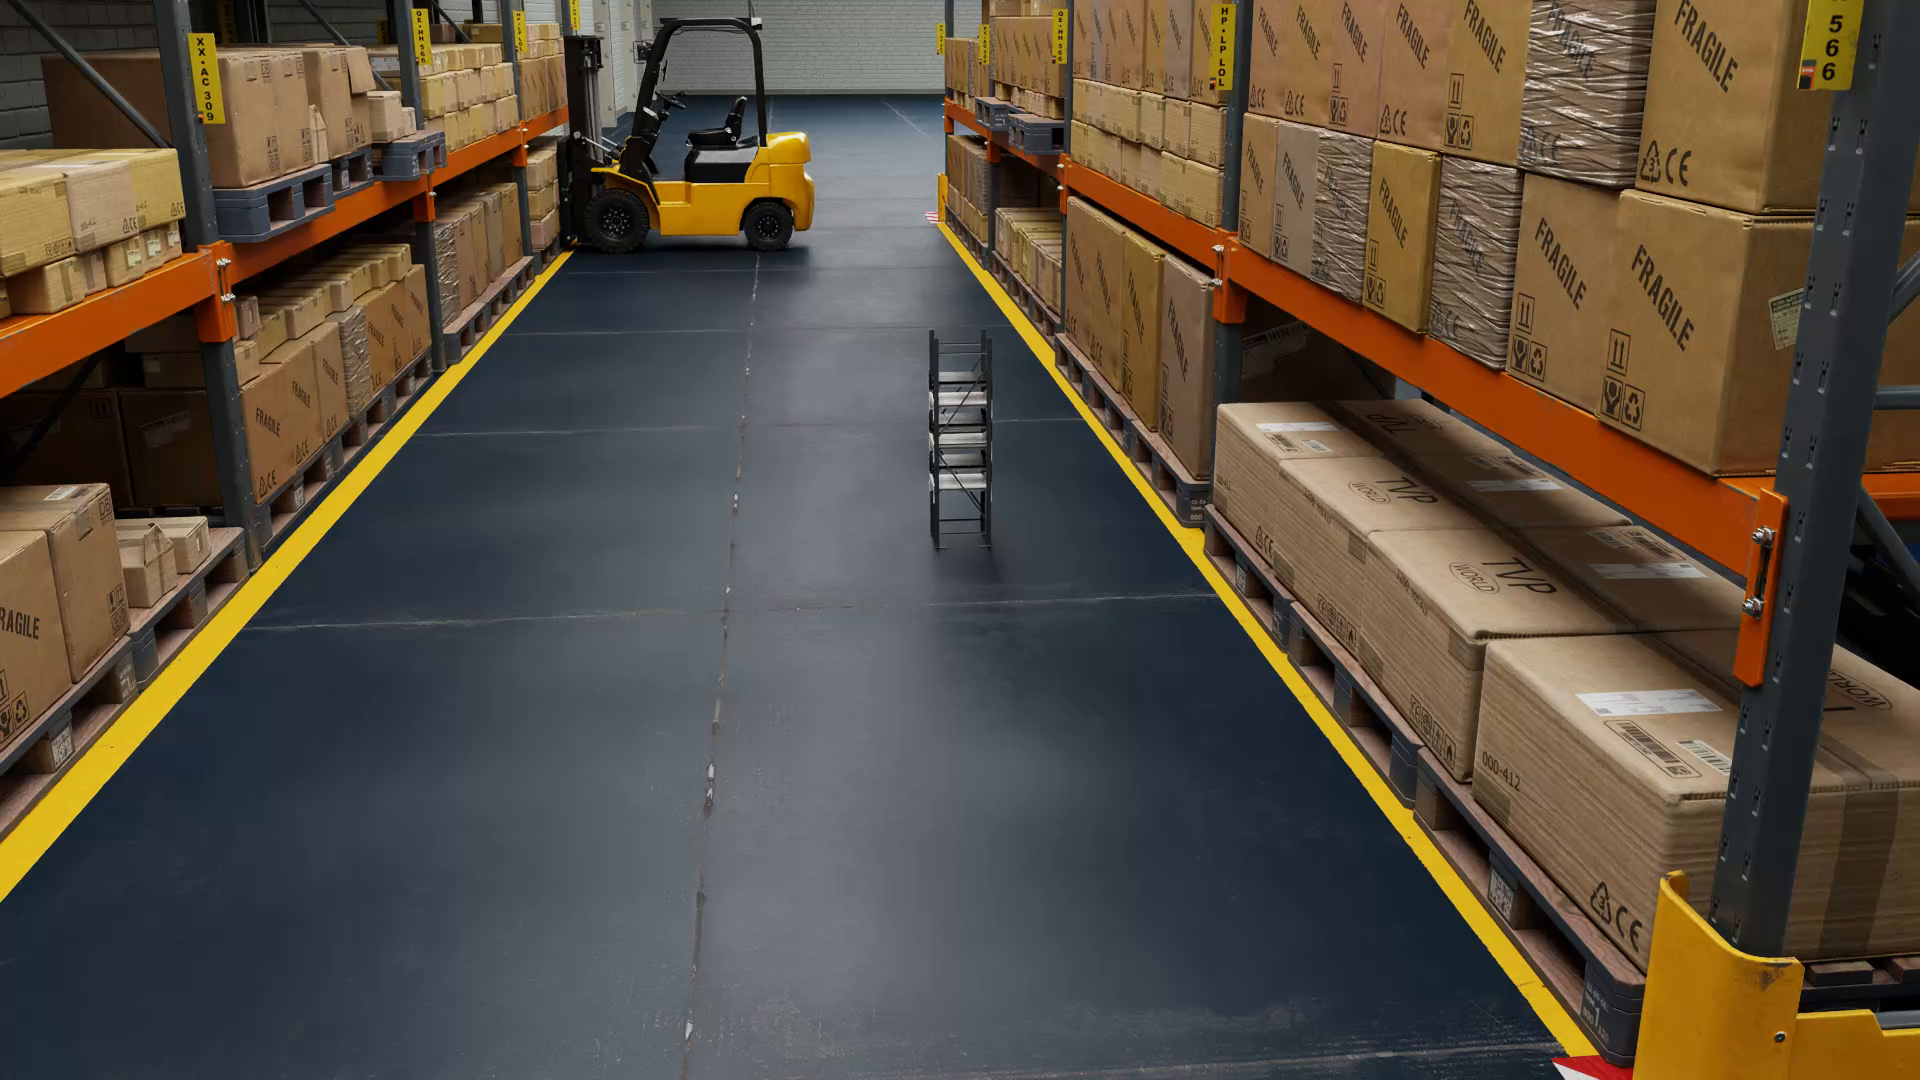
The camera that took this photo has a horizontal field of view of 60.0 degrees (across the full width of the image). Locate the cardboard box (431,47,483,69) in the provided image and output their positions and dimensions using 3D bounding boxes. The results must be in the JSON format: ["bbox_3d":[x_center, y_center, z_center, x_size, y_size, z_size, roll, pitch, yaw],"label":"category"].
[{"bbox_3d":[-3.664,-3.482,12.010,0.380,0.149,0.250,-2,18,-7],"label":"cardboard box"}]

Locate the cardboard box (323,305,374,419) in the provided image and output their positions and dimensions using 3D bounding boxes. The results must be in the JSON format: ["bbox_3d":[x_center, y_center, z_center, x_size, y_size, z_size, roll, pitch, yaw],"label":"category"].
[{"bbox_3d":[-3.345,-0.913,8.550,0.500,0.500,0.500,-2,18,-8],"label":"cardboard box"}]

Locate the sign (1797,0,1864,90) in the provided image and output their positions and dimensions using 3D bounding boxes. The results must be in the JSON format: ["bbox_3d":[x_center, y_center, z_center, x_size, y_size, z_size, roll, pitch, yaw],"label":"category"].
[{"bbox_3d":[1.448,-0.908,2.733,0.100,0.325,0.005,-2,18,-6],"label":"sign"}]

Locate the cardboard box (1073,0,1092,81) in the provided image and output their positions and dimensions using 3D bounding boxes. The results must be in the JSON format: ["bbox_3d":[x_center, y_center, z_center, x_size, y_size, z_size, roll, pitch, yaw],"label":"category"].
[{"bbox_3d":[0.972,-3.009,9.917,0.500,0.500,0.500,-2,18,-7],"label":"cardboard box"}]

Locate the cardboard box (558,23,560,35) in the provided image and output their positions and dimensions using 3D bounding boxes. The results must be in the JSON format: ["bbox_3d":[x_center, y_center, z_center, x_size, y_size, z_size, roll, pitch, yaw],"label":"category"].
[{"bbox_3d":[-4.295,-5.194,16.967,0.380,0.149,0.250,-2,18,-6],"label":"cardboard box"}]

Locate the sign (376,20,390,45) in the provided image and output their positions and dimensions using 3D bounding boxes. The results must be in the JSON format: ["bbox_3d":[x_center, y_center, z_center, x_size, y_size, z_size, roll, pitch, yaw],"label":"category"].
[{"bbox_3d":[-4.737,-4.109,13.681,0.100,0.325,0.005,-2,18,-6],"label":"sign"}]

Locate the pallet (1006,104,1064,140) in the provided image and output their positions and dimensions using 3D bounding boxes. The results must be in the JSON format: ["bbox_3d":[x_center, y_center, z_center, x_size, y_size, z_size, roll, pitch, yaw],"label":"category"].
[{"bbox_3d":[0.919,-3.136,12.478,1.003,0.211,1.213,-2,18,-6],"label":"pallet"}]

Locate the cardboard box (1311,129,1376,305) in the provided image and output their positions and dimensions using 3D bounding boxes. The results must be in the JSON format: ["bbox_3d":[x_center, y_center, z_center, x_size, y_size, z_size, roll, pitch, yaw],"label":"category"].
[{"bbox_3d":[1.457,-1.048,5.342,0.500,0.500,0.500,-2,18,-5],"label":"cardboard box"}]

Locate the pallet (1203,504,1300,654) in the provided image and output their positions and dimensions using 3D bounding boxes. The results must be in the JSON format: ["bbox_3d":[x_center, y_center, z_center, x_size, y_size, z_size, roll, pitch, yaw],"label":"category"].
[{"bbox_3d":[1.577,0.112,6.467,1.003,0.211,1.213,-2,18,-6],"label":"pallet"}]

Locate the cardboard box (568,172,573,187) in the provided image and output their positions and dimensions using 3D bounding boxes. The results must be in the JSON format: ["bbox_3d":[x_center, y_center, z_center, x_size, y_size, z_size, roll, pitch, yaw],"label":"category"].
[{"bbox_3d":[-4.122,-3.556,16.552,0.500,0.250,0.500,-2,18,-7],"label":"cardboard box"}]

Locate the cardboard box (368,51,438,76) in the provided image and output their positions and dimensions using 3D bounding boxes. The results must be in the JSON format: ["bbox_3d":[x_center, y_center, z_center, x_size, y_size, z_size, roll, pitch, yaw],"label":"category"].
[{"bbox_3d":[-3.541,-3.025,10.555,0.380,0.149,0.250,-1,17,-4],"label":"cardboard box"}]

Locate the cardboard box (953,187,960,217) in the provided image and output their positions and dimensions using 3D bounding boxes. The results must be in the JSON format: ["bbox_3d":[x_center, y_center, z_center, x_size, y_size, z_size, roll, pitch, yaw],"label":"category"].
[{"bbox_3d":[0.192,-3.510,17.237,0.500,0.250,0.500,-1,17,-4],"label":"cardboard box"}]

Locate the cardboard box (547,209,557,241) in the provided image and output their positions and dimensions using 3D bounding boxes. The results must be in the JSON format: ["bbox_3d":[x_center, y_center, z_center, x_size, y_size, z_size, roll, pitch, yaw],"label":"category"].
[{"bbox_3d":[-3.974,-2.870,15.199,0.500,0.250,0.500,-2,18,-7],"label":"cardboard box"}]

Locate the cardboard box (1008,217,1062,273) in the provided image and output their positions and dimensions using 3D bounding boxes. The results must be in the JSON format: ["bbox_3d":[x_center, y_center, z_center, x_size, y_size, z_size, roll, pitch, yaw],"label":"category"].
[{"bbox_3d":[0.886,-2.407,13.522,0.950,0.372,0.625,-1,17,-2],"label":"cardboard box"}]

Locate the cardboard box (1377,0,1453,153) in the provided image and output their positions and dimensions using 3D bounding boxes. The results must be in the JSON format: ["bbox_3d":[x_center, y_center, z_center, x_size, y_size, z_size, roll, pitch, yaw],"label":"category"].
[{"bbox_3d":[1.522,-1.368,4.692,0.500,0.500,0.500,-2,18,-6],"label":"cardboard box"}]

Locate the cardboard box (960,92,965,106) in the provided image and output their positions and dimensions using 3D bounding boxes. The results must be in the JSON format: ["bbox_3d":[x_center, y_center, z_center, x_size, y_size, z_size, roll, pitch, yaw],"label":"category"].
[{"bbox_3d":[0.195,-4.485,16.876,0.380,0.149,0.250,-1,17,-4],"label":"cardboard box"}]

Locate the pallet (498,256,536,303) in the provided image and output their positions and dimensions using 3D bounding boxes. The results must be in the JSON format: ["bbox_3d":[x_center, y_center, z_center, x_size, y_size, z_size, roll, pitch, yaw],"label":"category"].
[{"bbox_3d":[-4.071,-2.127,13.601,1.003,0.211,1.213,-2,18,-6],"label":"pallet"}]

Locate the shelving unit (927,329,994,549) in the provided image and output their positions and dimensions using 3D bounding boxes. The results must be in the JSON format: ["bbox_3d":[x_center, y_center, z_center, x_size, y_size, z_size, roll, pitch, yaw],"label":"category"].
[{"bbox_3d":[0.001,-0.427,7.035,0.258,0.900,0.210,-2,18,-6],"label":"shelving unit"}]

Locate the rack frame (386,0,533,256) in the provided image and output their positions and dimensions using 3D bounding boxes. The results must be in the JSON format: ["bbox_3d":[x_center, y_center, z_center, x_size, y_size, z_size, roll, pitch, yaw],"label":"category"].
[{"bbox_3d":[-4.185,-3.676,13.878,1.000,3.000,0.127,-2,18,-6],"label":"rack frame"}]

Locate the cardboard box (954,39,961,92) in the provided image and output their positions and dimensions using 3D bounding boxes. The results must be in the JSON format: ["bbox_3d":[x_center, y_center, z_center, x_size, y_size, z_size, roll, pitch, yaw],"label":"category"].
[{"bbox_3d":[0.222,-4.756,16.655,0.500,0.500,0.500,-2,18,-7],"label":"cardboard box"}]

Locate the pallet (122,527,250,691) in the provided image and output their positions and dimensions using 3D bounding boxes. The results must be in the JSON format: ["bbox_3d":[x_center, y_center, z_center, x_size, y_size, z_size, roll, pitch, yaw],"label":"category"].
[{"bbox_3d":[-3.290,0.243,6.052,1.003,0.211,1.213,-2,18,-6],"label":"pallet"}]

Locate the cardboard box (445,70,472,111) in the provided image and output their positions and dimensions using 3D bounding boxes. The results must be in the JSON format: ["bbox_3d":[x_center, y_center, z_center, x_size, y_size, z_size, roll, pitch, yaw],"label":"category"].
[{"bbox_3d":[-3.662,-3.097,11.449,0.500,0.250,0.500,-2,18,-7],"label":"cardboard box"}]

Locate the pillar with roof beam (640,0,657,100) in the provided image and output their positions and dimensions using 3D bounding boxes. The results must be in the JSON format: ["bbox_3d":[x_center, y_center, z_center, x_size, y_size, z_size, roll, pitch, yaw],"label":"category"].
[{"bbox_3d":[-4.235,-16.566,44.920,9.100,9.000,0.400,-2,18,-6],"label":"pillar with roof beam"}]

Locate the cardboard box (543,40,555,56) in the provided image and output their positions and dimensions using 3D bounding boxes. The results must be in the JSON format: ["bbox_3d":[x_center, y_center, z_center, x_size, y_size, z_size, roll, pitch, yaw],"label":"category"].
[{"bbox_3d":[-4.127,-4.749,16.046,0.380,0.149,0.250,-2,18,-5],"label":"cardboard box"}]

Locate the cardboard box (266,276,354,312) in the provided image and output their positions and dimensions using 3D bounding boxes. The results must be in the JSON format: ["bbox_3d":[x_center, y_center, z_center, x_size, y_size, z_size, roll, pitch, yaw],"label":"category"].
[{"bbox_3d":[-3.361,-1.266,8.592,0.380,0.149,0.250,-3,18,-8],"label":"cardboard box"}]

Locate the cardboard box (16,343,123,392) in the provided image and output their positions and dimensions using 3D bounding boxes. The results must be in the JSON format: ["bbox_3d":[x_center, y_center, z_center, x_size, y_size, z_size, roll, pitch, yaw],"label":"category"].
[{"bbox_3d":[-3.685,-0.711,6.822,0.380,0.149,0.250,-2,18,-8],"label":"cardboard box"}]

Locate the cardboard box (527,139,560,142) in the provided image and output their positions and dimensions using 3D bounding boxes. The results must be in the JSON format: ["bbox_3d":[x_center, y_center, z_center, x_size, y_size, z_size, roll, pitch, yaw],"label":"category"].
[{"bbox_3d":[-4.182,-3.954,16.983,0.500,0.250,0.500,-1,17,-5],"label":"cardboard box"}]

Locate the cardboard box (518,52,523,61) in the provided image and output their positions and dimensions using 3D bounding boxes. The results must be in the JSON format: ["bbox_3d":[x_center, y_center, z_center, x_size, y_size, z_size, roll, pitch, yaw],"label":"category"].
[{"bbox_3d":[-3.985,-4.213,14.340,0.380,0.149,0.250,-1,17,-4],"label":"cardboard box"}]

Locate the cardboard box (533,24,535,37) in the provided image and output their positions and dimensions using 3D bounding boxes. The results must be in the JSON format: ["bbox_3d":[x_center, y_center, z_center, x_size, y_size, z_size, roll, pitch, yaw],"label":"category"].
[{"bbox_3d":[-4.053,-4.586,15.032,0.380,0.149,0.250,-2,18,-7],"label":"cardboard box"}]

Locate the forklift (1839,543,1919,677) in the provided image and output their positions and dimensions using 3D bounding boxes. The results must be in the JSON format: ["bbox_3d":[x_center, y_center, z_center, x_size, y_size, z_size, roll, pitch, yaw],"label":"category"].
[{"bbox_3d":[3.801,-1.159,5.975,1.130,2.935,3.031,1,17,4],"label":"forklift"}]

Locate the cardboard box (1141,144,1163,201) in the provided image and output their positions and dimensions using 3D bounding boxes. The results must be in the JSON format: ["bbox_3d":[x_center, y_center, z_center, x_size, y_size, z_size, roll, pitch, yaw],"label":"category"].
[{"bbox_3d":[1.195,-1.804,8.166,0.500,0.250,0.500,-2,18,-7],"label":"cardboard box"}]

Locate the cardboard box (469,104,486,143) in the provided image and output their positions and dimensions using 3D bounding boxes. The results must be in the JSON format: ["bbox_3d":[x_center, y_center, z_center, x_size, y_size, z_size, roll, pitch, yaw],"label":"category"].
[{"bbox_3d":[-3.734,-3.010,12.008,0.500,0.250,0.500,-1,17,-4],"label":"cardboard box"}]

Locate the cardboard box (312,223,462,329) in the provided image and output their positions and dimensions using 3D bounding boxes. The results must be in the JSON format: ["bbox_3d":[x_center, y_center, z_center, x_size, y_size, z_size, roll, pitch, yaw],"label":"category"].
[{"bbox_3d":[-3.823,-1.738,10.968,0.875,0.625,0.625,-1,17,-4],"label":"cardboard box"}]

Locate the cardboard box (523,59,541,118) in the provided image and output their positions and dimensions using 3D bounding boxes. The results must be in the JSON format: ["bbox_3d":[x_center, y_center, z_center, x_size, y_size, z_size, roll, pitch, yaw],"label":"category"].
[{"bbox_3d":[-4.042,-4.019,14.803,0.500,0.500,0.500,-1,17,-5],"label":"cardboard box"}]

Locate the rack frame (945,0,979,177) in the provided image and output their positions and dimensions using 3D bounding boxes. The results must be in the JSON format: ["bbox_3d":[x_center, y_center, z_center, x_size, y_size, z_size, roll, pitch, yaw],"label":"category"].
[{"bbox_3d":[0.339,-5.022,18.166,1.000,3.000,0.127,-2,18,-6],"label":"rack frame"}]

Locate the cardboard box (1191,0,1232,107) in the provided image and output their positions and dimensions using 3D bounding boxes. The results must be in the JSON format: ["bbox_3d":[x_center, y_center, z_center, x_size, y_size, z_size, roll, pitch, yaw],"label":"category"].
[{"bbox_3d":[1.281,-2.097,7.013,0.500,0.500,0.500,-1,17,-4],"label":"cardboard box"}]

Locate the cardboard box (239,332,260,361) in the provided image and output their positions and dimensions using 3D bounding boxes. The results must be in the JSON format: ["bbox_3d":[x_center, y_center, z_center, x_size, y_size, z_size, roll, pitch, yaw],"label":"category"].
[{"bbox_3d":[-3.238,-0.805,7.123,0.380,0.149,0.250,-2,18,-7],"label":"cardboard box"}]

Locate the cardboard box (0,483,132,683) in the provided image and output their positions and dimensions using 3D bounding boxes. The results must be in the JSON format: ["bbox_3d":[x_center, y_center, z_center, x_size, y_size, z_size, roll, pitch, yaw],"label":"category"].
[{"bbox_3d":[-3.073,0.141,5.192,0.700,0.500,0.500,-2,18,-8],"label":"cardboard box"}]

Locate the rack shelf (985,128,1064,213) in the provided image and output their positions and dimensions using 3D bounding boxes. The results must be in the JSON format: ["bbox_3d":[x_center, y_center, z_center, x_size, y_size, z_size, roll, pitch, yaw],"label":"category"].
[{"bbox_3d":[0.958,-2.891,12.580,1.077,0.370,4.000,-2,18,-6],"label":"rack shelf"}]

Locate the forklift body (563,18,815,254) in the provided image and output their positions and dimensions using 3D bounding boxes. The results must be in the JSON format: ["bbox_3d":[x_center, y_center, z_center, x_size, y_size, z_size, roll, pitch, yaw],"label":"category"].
[{"bbox_3d":[-2.588,-3.954,16.181,2.313,2.155,1.214,-2,18,-6],"label":"forklift body"}]

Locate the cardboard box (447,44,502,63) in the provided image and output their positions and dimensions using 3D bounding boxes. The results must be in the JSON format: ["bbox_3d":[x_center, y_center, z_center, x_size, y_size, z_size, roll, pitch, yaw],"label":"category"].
[{"bbox_3d":[-3.929,-3.938,13.464,0.380,0.149,0.250,-1,17,-4],"label":"cardboard box"}]

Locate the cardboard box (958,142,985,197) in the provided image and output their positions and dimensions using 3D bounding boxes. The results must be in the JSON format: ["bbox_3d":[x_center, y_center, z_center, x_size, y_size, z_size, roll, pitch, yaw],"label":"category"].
[{"bbox_3d":[0.252,-3.707,16.615,0.500,0.500,0.500,-1,17,-5],"label":"cardboard box"}]

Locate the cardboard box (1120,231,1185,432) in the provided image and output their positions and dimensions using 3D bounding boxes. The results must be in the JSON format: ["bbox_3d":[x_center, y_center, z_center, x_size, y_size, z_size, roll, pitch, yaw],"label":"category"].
[{"bbox_3d":[1.332,-1.085,8.471,0.875,0.875,0.875,-1,17,-4],"label":"cardboard box"}]

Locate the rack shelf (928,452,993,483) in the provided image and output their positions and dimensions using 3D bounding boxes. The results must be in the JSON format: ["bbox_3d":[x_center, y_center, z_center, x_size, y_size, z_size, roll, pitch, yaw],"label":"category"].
[{"bbox_3d":[0.001,-0.309,7.072,0.258,0.077,0.200,-2,18,-6],"label":"rack shelf"}]

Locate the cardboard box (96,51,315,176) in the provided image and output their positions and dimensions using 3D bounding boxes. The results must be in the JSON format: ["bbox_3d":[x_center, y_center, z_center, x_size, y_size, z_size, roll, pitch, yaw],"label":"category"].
[{"bbox_3d":[-3.241,-1.846,7.181,0.700,0.500,0.500,-2,17,-5],"label":"cardboard box"}]

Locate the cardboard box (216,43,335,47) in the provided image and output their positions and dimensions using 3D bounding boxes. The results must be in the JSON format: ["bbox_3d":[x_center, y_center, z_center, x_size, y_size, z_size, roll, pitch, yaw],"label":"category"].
[{"bbox_3d":[-3.875,-2.574,9.501,0.500,0.500,0.500,-1,17,-3],"label":"cardboard box"}]

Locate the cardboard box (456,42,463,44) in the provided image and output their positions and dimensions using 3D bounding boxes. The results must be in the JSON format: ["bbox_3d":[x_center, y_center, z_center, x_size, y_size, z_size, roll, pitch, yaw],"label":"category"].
[{"bbox_3d":[-4.553,-4.274,14.532,0.380,0.149,0.250,-1,17,-4],"label":"cardboard box"}]

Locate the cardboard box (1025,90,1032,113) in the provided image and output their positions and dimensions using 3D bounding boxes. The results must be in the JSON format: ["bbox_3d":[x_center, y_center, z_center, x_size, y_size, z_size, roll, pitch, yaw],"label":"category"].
[{"bbox_3d":[0.666,-3.118,11.819,0.380,0.149,0.250,-1,17,-5],"label":"cardboard box"}]

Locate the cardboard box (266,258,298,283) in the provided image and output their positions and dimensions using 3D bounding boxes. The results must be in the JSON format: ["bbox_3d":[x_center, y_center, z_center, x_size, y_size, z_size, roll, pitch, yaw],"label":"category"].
[{"bbox_3d":[-3.923,-1.485,9.288,0.380,0.149,0.250,-2,17,-5],"label":"cardboard box"}]

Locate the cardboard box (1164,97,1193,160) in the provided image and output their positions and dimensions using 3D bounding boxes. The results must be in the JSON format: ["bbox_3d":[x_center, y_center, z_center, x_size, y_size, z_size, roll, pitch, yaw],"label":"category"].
[{"bbox_3d":[1.230,-1.886,7.594,0.500,0.250,0.500,-1,17,-4],"label":"cardboard box"}]

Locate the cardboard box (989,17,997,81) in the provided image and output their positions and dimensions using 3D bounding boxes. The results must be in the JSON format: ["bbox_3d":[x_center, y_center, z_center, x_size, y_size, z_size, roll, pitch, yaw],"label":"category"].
[{"bbox_3d":[0.515,-4.072,13.775,0.500,0.500,0.500,-1,17,-4],"label":"cardboard box"}]

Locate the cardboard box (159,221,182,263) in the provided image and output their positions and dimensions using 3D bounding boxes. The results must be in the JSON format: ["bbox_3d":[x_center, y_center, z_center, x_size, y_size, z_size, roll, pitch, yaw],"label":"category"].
[{"bbox_3d":[-3.076,-1.085,6.046,0.380,0.149,0.250,-2,17,-5],"label":"cardboard box"}]

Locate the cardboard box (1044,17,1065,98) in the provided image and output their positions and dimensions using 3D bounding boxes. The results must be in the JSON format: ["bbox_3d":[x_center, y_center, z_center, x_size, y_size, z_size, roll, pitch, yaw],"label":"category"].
[{"bbox_3d":[0.841,-3.156,10.856,0.500,0.500,0.500,-2,18,-7],"label":"cardboard box"}]

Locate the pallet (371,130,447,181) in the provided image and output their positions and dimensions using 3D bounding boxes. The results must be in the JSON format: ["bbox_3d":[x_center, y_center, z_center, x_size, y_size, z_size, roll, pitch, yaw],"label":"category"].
[{"bbox_3d":[-3.633,-2.193,9.475,1.213,0.211,1.003,-2,18,-6],"label":"pallet"}]
